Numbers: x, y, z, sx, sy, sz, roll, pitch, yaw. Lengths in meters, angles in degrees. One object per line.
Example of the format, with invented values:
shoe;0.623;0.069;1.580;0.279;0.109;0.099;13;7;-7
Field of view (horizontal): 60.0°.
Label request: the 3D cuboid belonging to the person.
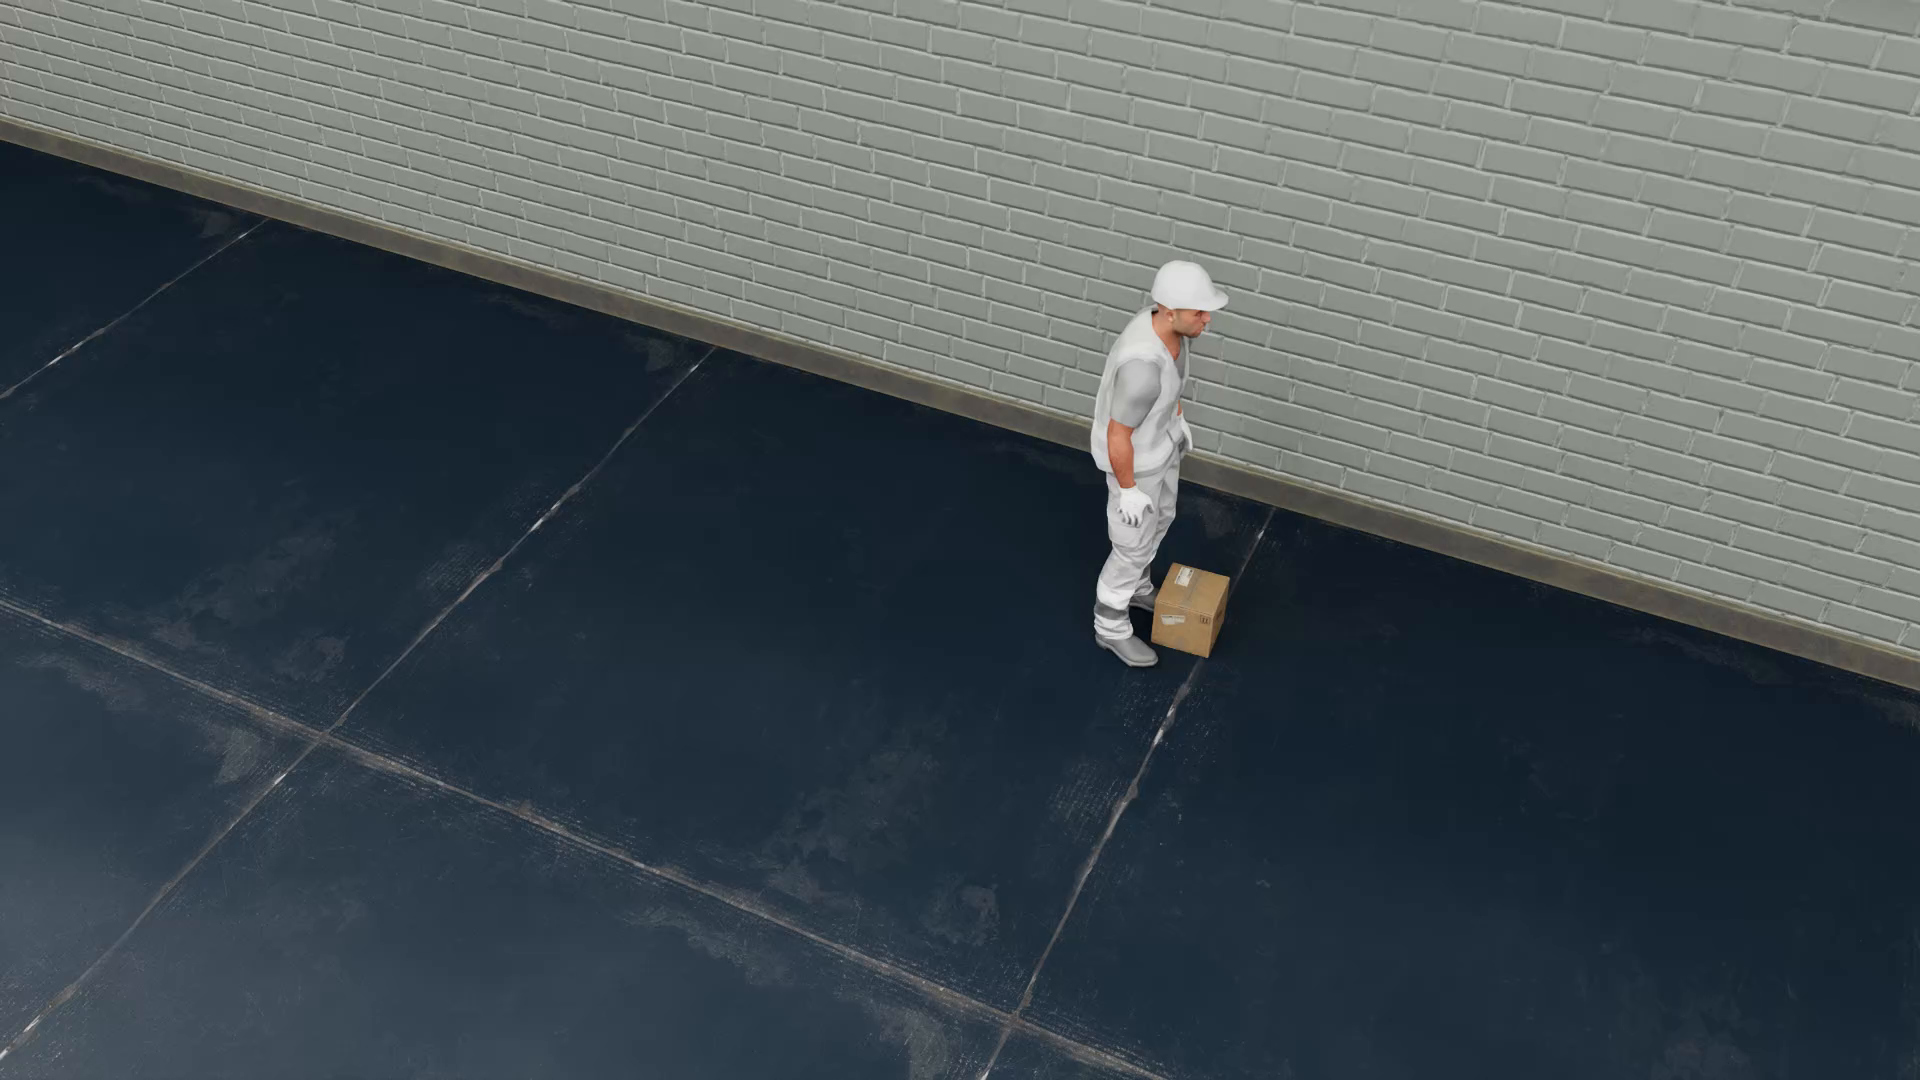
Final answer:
person;0.744;-0.320;6.507;0.448;1.780;0.609;18;45;19
